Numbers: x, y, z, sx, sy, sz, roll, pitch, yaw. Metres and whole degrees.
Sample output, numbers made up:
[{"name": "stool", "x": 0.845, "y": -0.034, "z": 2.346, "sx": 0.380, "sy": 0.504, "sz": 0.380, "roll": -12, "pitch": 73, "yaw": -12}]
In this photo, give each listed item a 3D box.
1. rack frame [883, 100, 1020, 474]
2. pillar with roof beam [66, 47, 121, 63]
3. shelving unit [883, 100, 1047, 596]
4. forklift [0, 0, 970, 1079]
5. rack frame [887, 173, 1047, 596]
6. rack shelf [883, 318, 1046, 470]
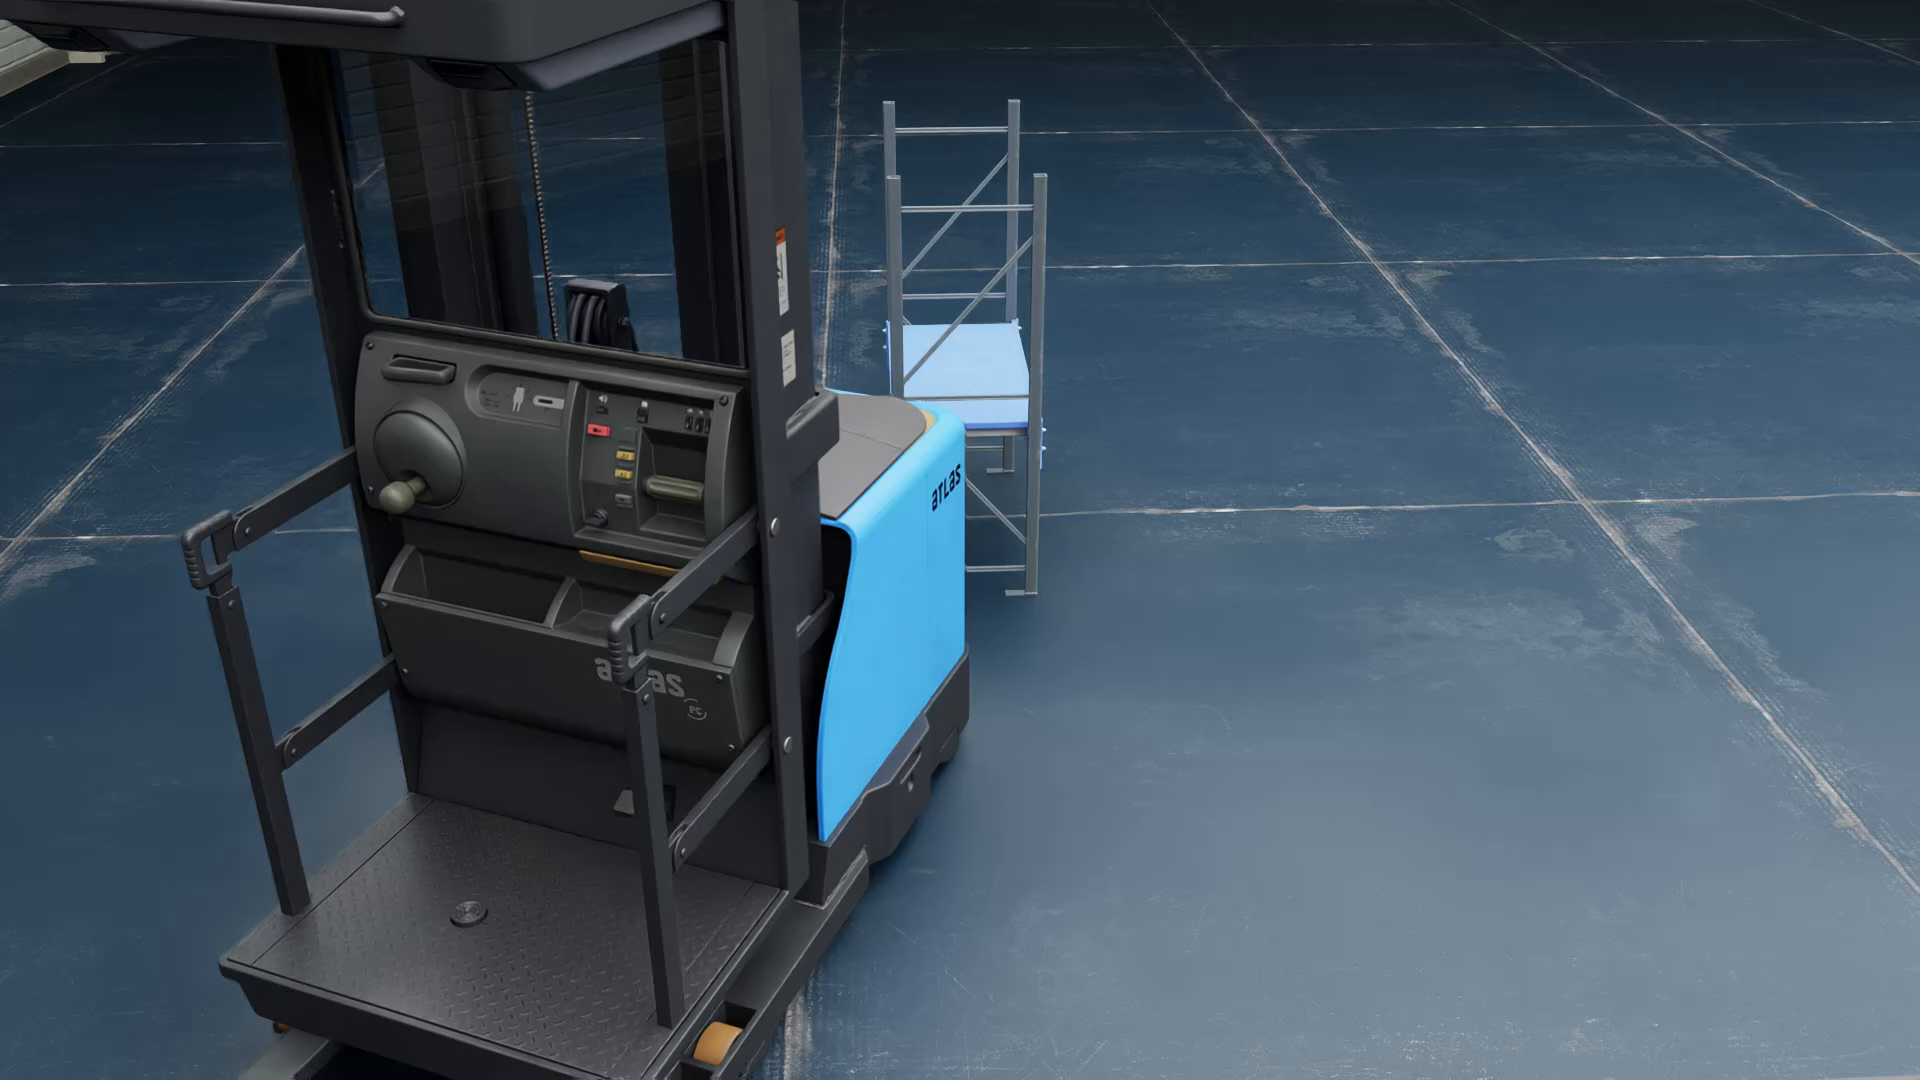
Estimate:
[{"name": "rack frame", "x": -0.031, "y": -0.939, "z": 6.429, "sx": 0.500, "sy": 1.500, "sz": 0.032, "roll": -1, "pitch": 28, "yaw": -3}, {"name": "pillar with roof beam", "x": -3.030, "y": -8.174, "z": 12.190, "sx": 9.100, "sy": 9.000, "sz": 0.400, "roll": -1, "pitch": 28, "yaw": -3}, {"name": "shelving unit", "x": -0.004, "y": -0.704, "z": 5.979, "sx": 0.538, "sy": 1.500, "sz": 1.048, "roll": -1, "pitch": 28, "yaw": -3}, {"name": "forklift", "x": -0.977, "y": -0.162, "z": 3.391, "sx": 1.130, "sy": 2.935, "sz": 3.031, "roll": 10, "pitch": 29, "yaw": 19}, {"name": "rack frame", "x": 0.022, "y": -0.470, "z": 5.529, "sx": 0.500, "sy": 1.500, "sz": 0.032, "roll": -1, "pitch": 28, "yaw": -3}, {"name": "rack shelf", "x": -0.004, "y": -0.545, "z": 6.062, "sx": 0.538, "sy": 0.185, "sz": 1.000, "roll": -1, "pitch": 28, "yaw": -3}]
